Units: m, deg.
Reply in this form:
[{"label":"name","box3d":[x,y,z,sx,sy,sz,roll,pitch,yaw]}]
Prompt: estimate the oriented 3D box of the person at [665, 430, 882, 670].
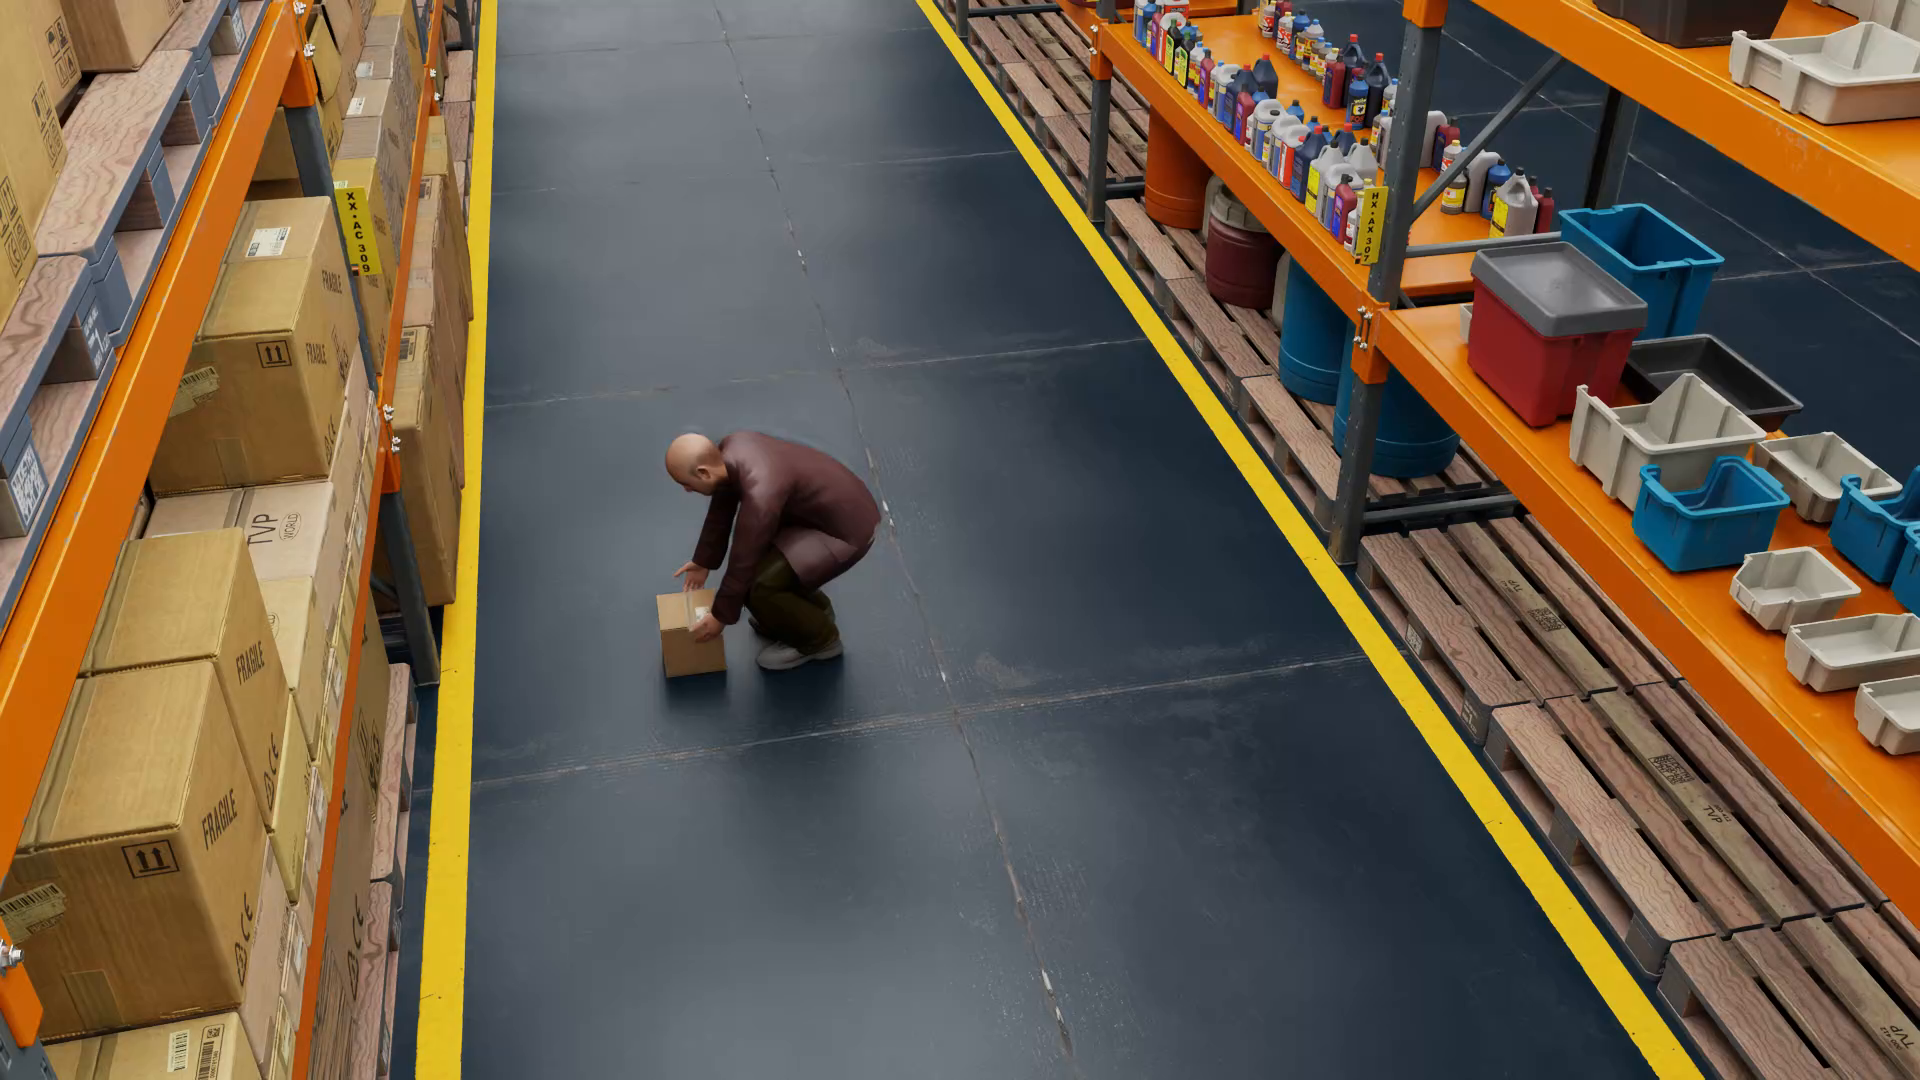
[{"label":"person","box3d":[-0.742,0.007,6.771,0.860,1.081,0.615,-7,35,-11]}]
